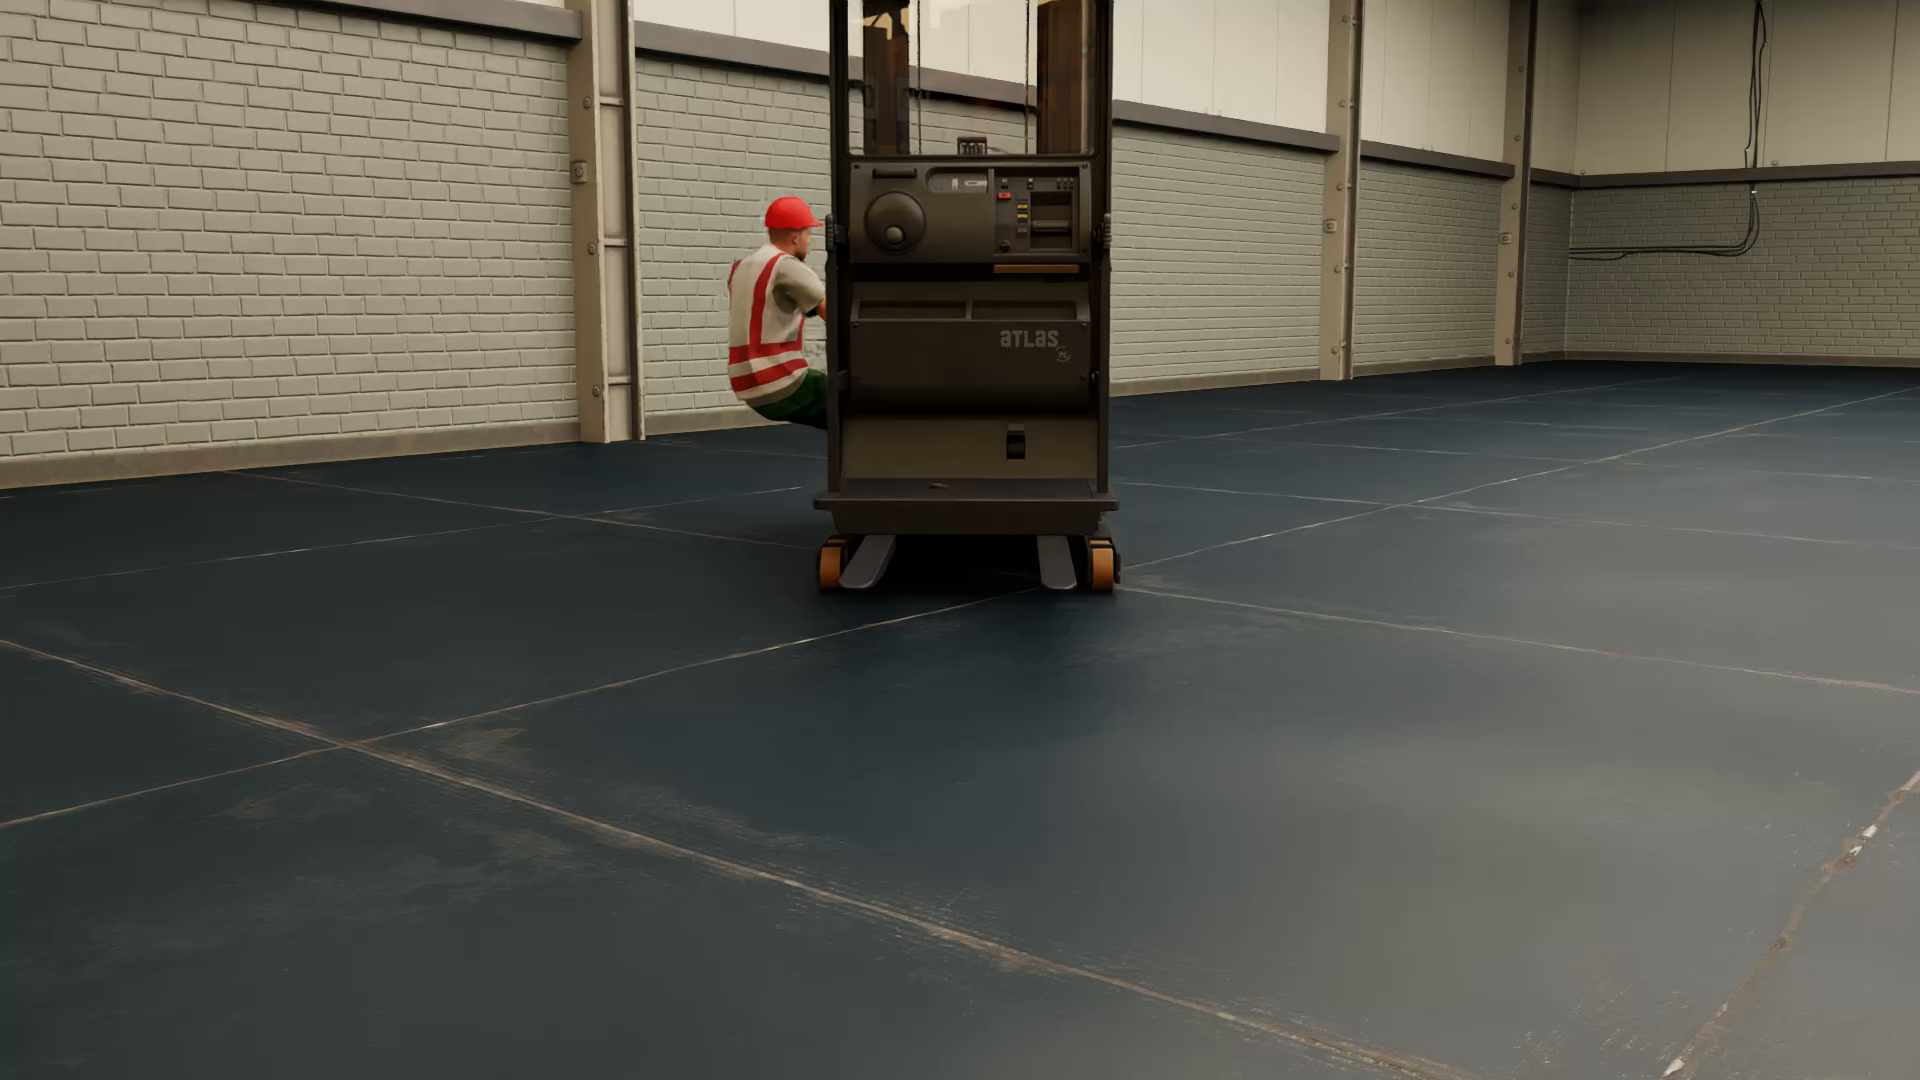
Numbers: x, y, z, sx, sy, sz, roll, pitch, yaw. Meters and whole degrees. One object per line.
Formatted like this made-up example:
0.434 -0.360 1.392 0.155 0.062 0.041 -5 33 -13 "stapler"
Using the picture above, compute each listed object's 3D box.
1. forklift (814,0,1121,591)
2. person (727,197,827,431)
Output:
0.036 -1.307 6.212 1.130 2.935 3.031 0 8 2 "forklift"
-0.626 -0.781 7.681 0.898 1.566 0.787 -7 11 -39 "person"
